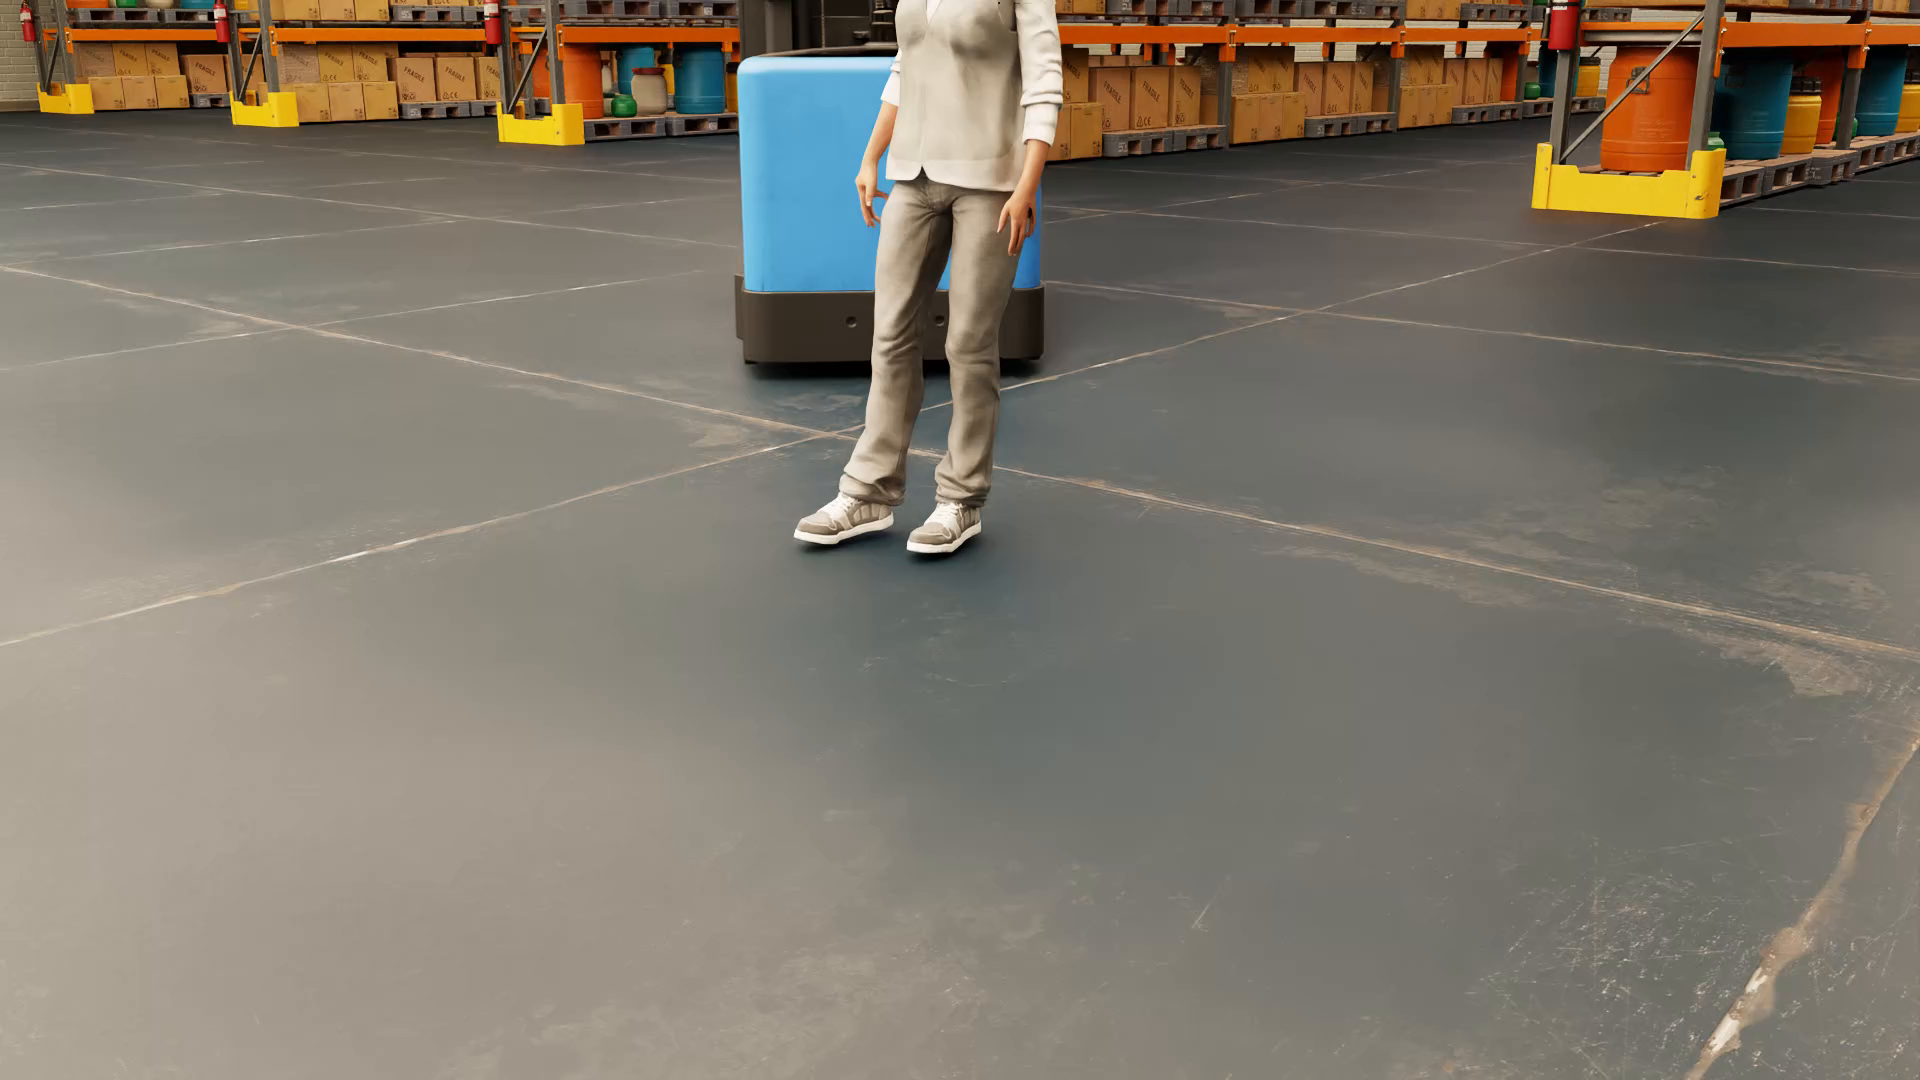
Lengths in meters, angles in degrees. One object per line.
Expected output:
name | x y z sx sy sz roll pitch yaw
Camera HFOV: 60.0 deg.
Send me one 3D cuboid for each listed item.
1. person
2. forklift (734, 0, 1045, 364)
person | -0.058 -0.755 3.661 0.521 1.595 0.473 13 21 37
forklift | -0.355 -2.389 6.764 1.130 2.935 3.031 -1 17 -5
